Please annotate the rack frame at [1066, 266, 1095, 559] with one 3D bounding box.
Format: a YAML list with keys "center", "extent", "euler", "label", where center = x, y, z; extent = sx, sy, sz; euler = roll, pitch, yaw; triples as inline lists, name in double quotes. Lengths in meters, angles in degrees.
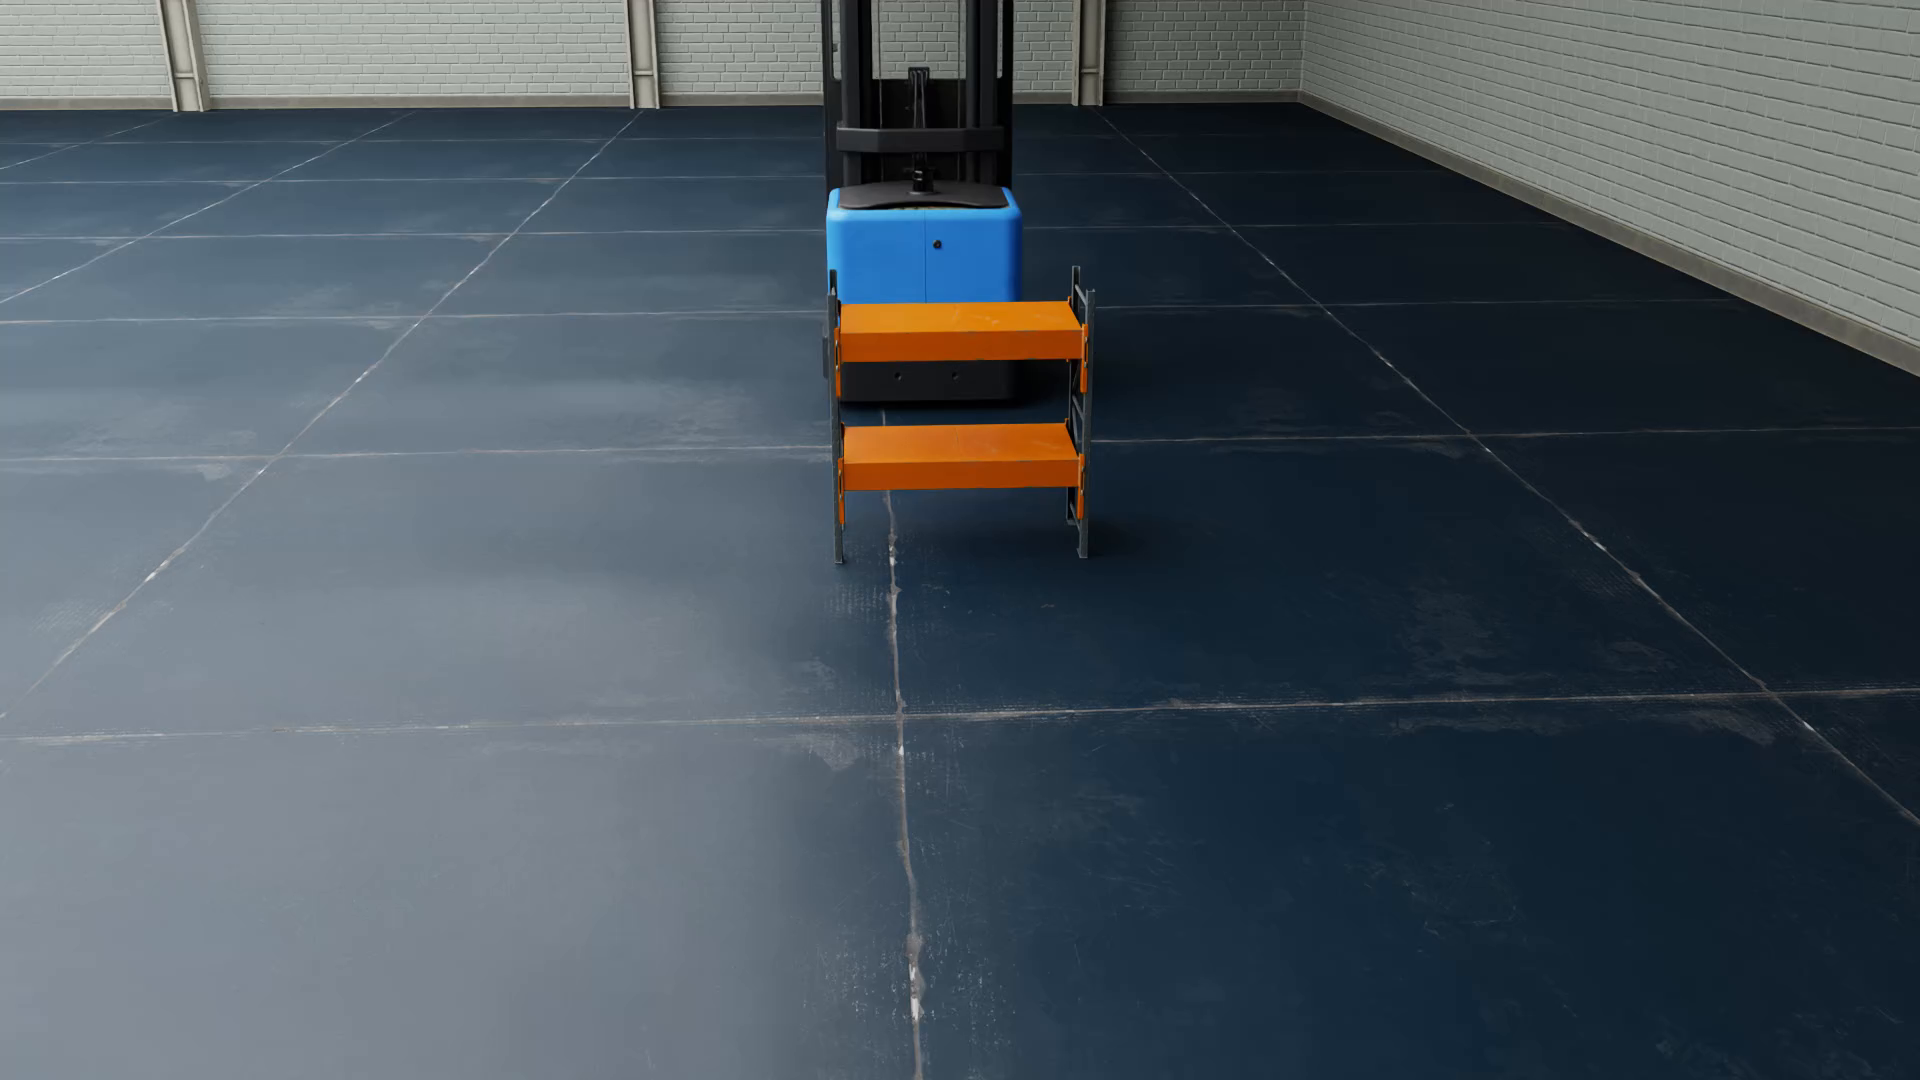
- center: [0.501, -0.536, 6.948]
  extent: [0.032, 1.125, 0.500]
  euler: [-1, 21, -3]
  label: "rack frame"

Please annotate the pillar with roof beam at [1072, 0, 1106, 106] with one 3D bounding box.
- center: [1.992, -8.655, 17.207]
  extent: [0.400, 9.000, 9.100]
  euler: [-1, 21, -3]
  label: "pillar with roof beam"

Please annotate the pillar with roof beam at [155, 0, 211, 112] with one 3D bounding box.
- center: [-9.989, -8.411, 16.566]
  extent: [0.400, 9.000, 9.100]
  euler: [-1, 21, -3]
  label: "pillar with roof beam"

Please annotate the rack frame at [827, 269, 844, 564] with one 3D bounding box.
- center: [-0.514, -0.515, 6.893]
  extent: [0.032, 1.125, 0.500]
  euler: [-1, 21, -3]
  label: "rack frame"

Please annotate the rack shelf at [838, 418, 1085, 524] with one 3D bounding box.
- center: [-0.007, -0.297, 7.007]
  extent: [1.000, 0.278, 0.538]
  euler: [-1, 21, -3]
  label: "rack shelf"

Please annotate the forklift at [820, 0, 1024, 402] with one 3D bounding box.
- center: [-0.254, -2.584, 9.789]
  extent: [1.130, 2.935, 3.031]
  euler: [-1, 21, -3]
  label: "forklift"

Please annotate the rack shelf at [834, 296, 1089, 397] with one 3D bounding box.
- center: [-0.007, -0.799, 6.816]
  extent: [1.000, 0.278, 0.538]
  euler: [-1, 21, -3]
  label: "rack shelf"

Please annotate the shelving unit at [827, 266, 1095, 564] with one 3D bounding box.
- center: [-0.007, -0.526, 6.920]
  extent: [1.048, 1.125, 0.538]
  euler: [-1, 21, -3]
  label: "shelving unit"

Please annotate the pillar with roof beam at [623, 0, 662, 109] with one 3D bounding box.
- center: [-3.999, -8.533, 16.886]
  extent: [0.400, 9.000, 9.100]
  euler: [-1, 21, -3]
  label: "pillar with roof beam"
